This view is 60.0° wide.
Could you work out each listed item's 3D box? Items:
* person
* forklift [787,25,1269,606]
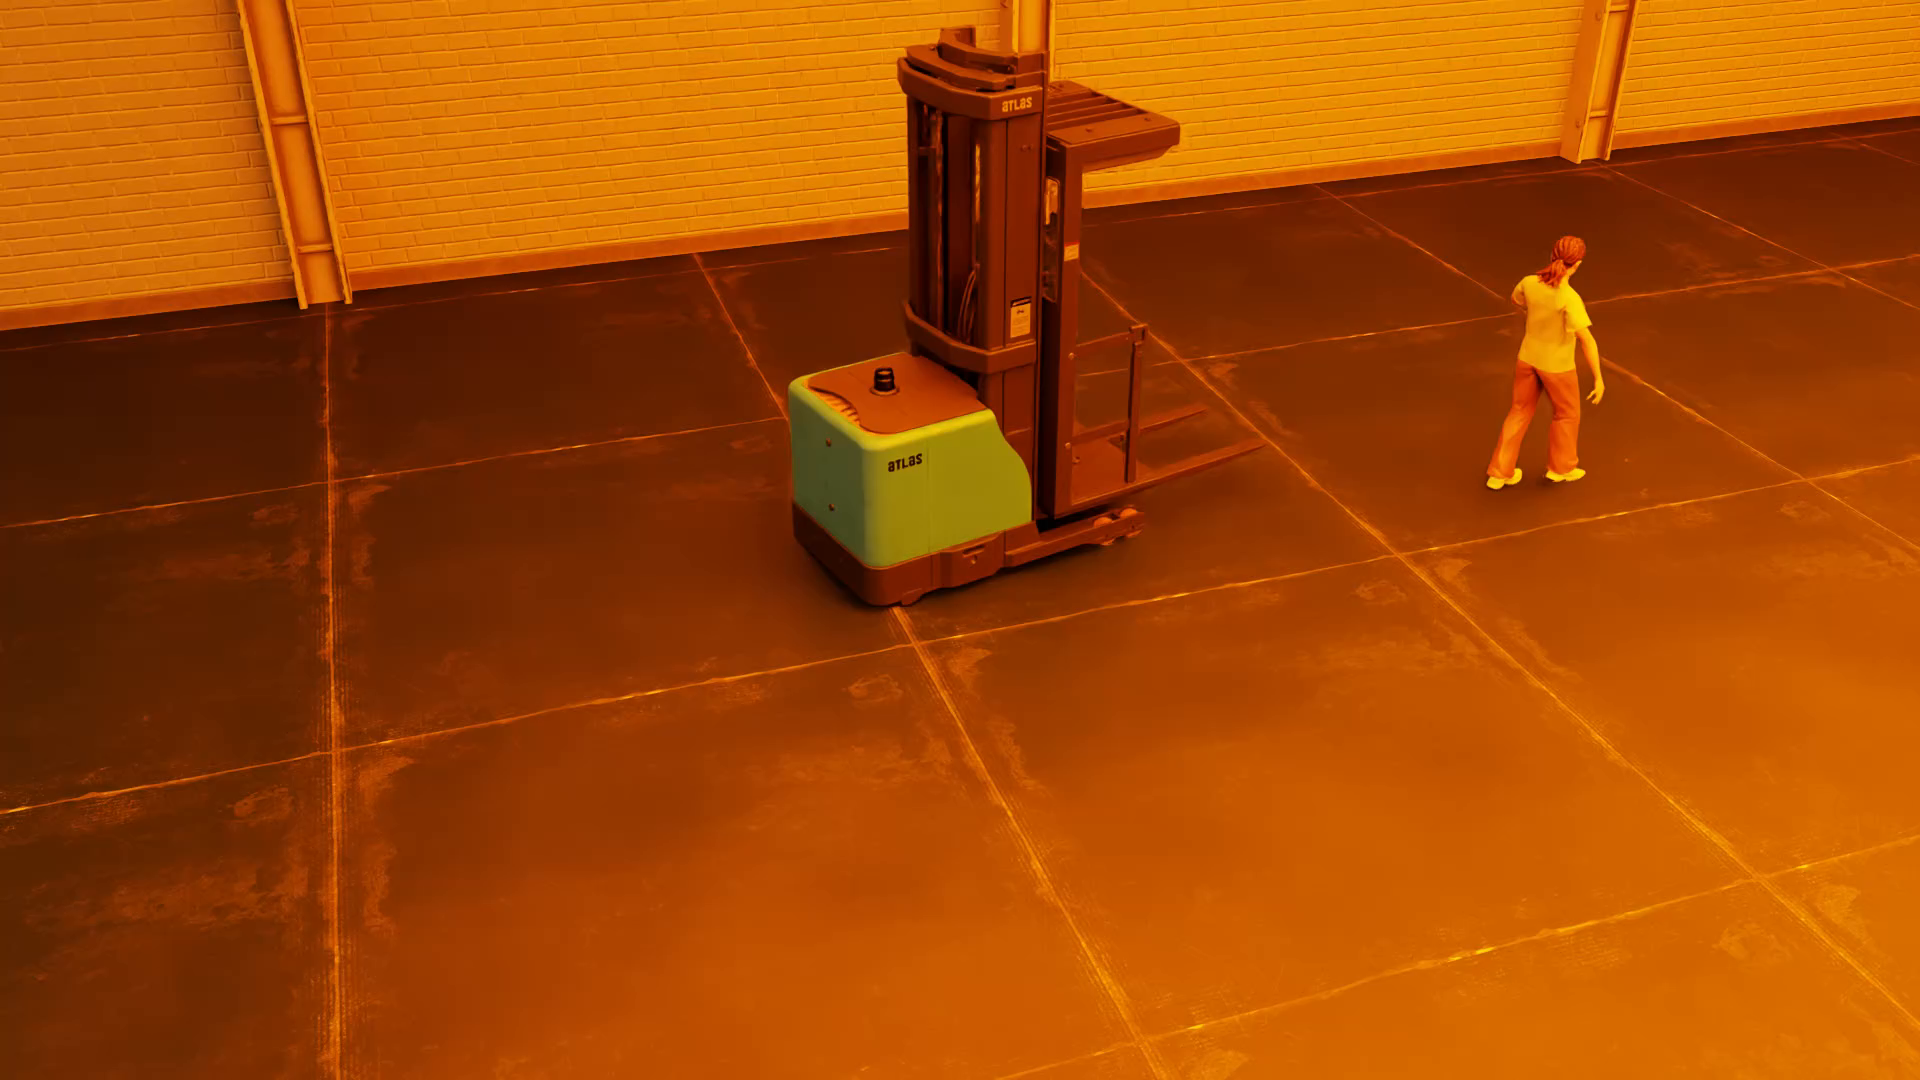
[{"bbox_3d":[3.705,-1.082,10.282,0.706,1.670,0.898,-19,35,-29],"label":"person"},{"bbox_3d":[0.523,-1.444,9.597,3.031,2.935,1.130,-17,34,-27],"label":"forklift"}]
